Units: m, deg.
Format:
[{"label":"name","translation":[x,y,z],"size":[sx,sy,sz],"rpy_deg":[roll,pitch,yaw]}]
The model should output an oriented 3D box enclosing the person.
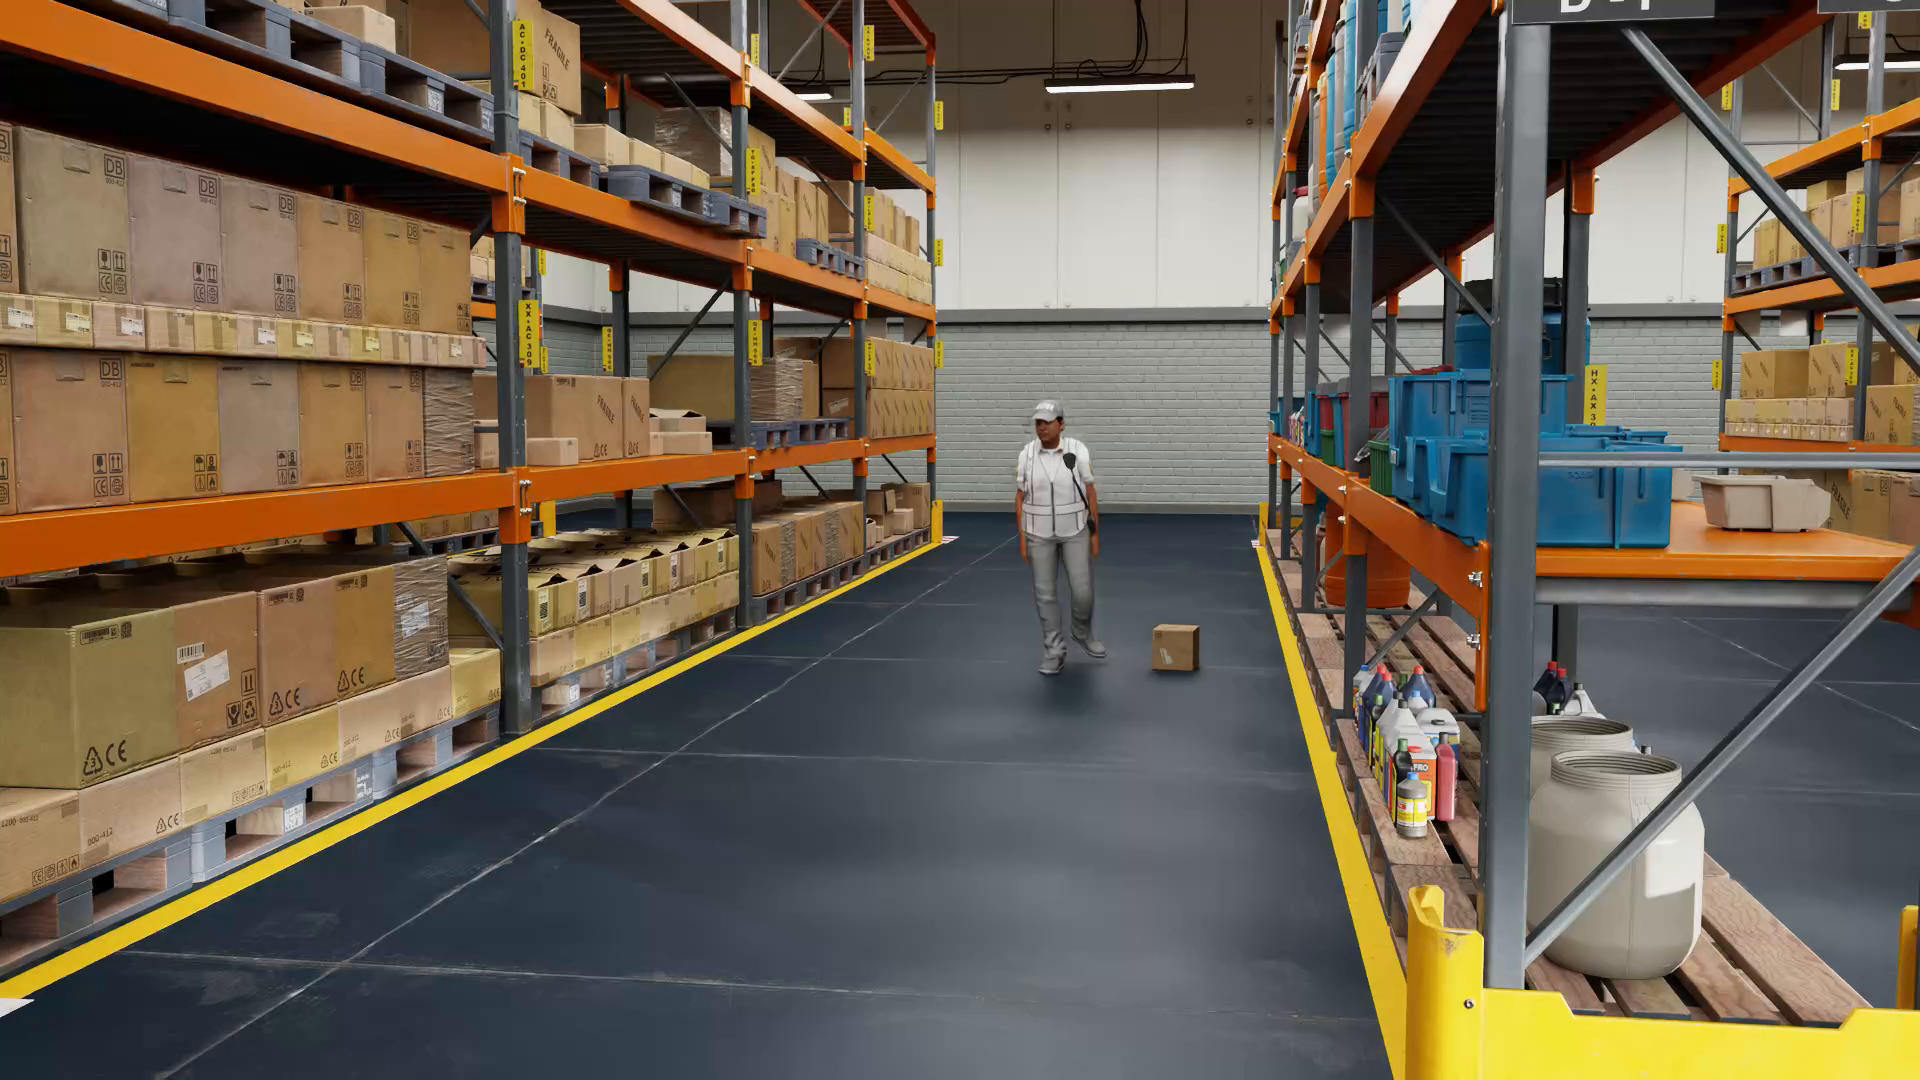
[{"label":"person","translation":[0.612,-0.020,10.107],"size":[0.554,1.658,0.556],"rpy_deg":[1,5,11]}]
